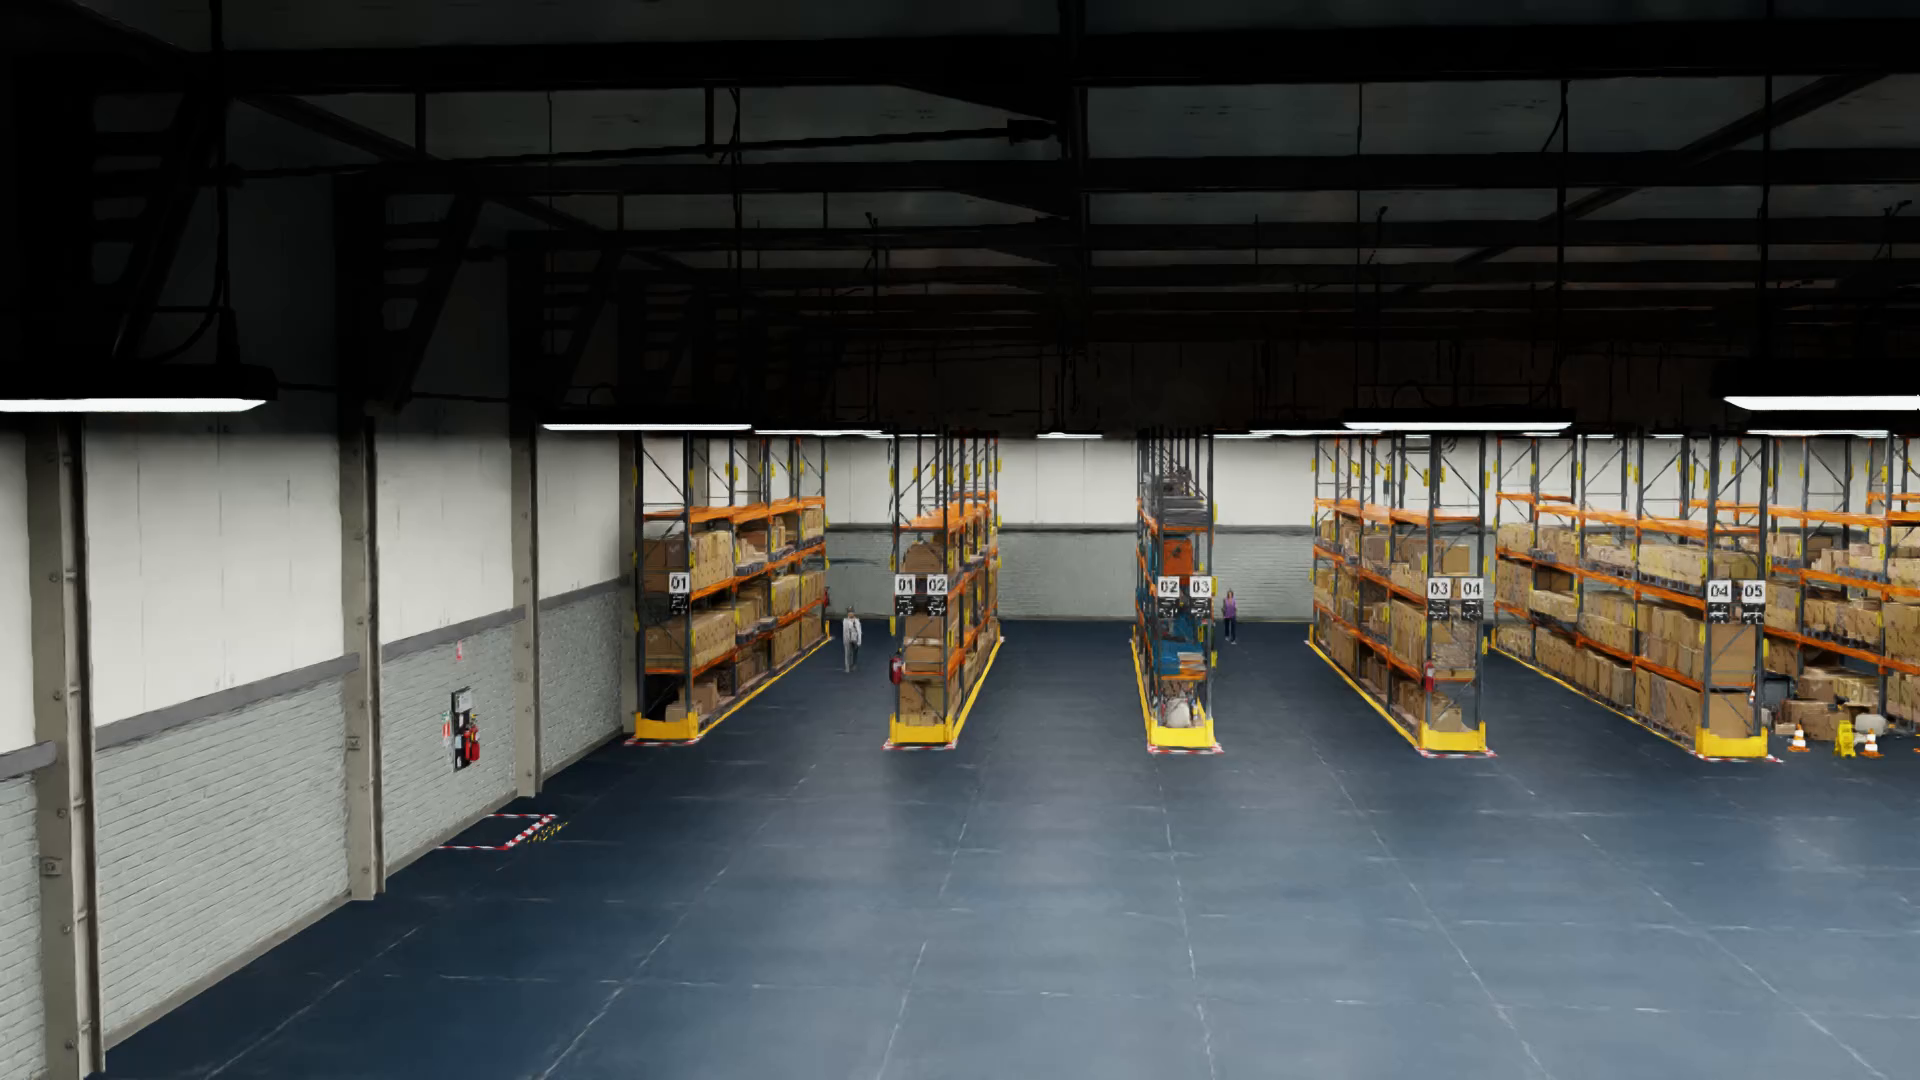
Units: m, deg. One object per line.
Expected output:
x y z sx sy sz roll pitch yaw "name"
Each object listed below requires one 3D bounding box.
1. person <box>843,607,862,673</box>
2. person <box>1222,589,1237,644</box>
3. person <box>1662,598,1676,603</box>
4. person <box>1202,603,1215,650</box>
-2.655 2.440 40.981 0.502 1.624 0.997 0 3 4 "person"
7.595 2.132 46.911 0.417 1.517 1.037 0 3 7 "person"
20.374 1.981 47.656 0.677 1.771 0.617 -2 4 -29 "person"
6.449 2.214 43.777 0.680 1.756 0.686 -1 4 -16 "person"
